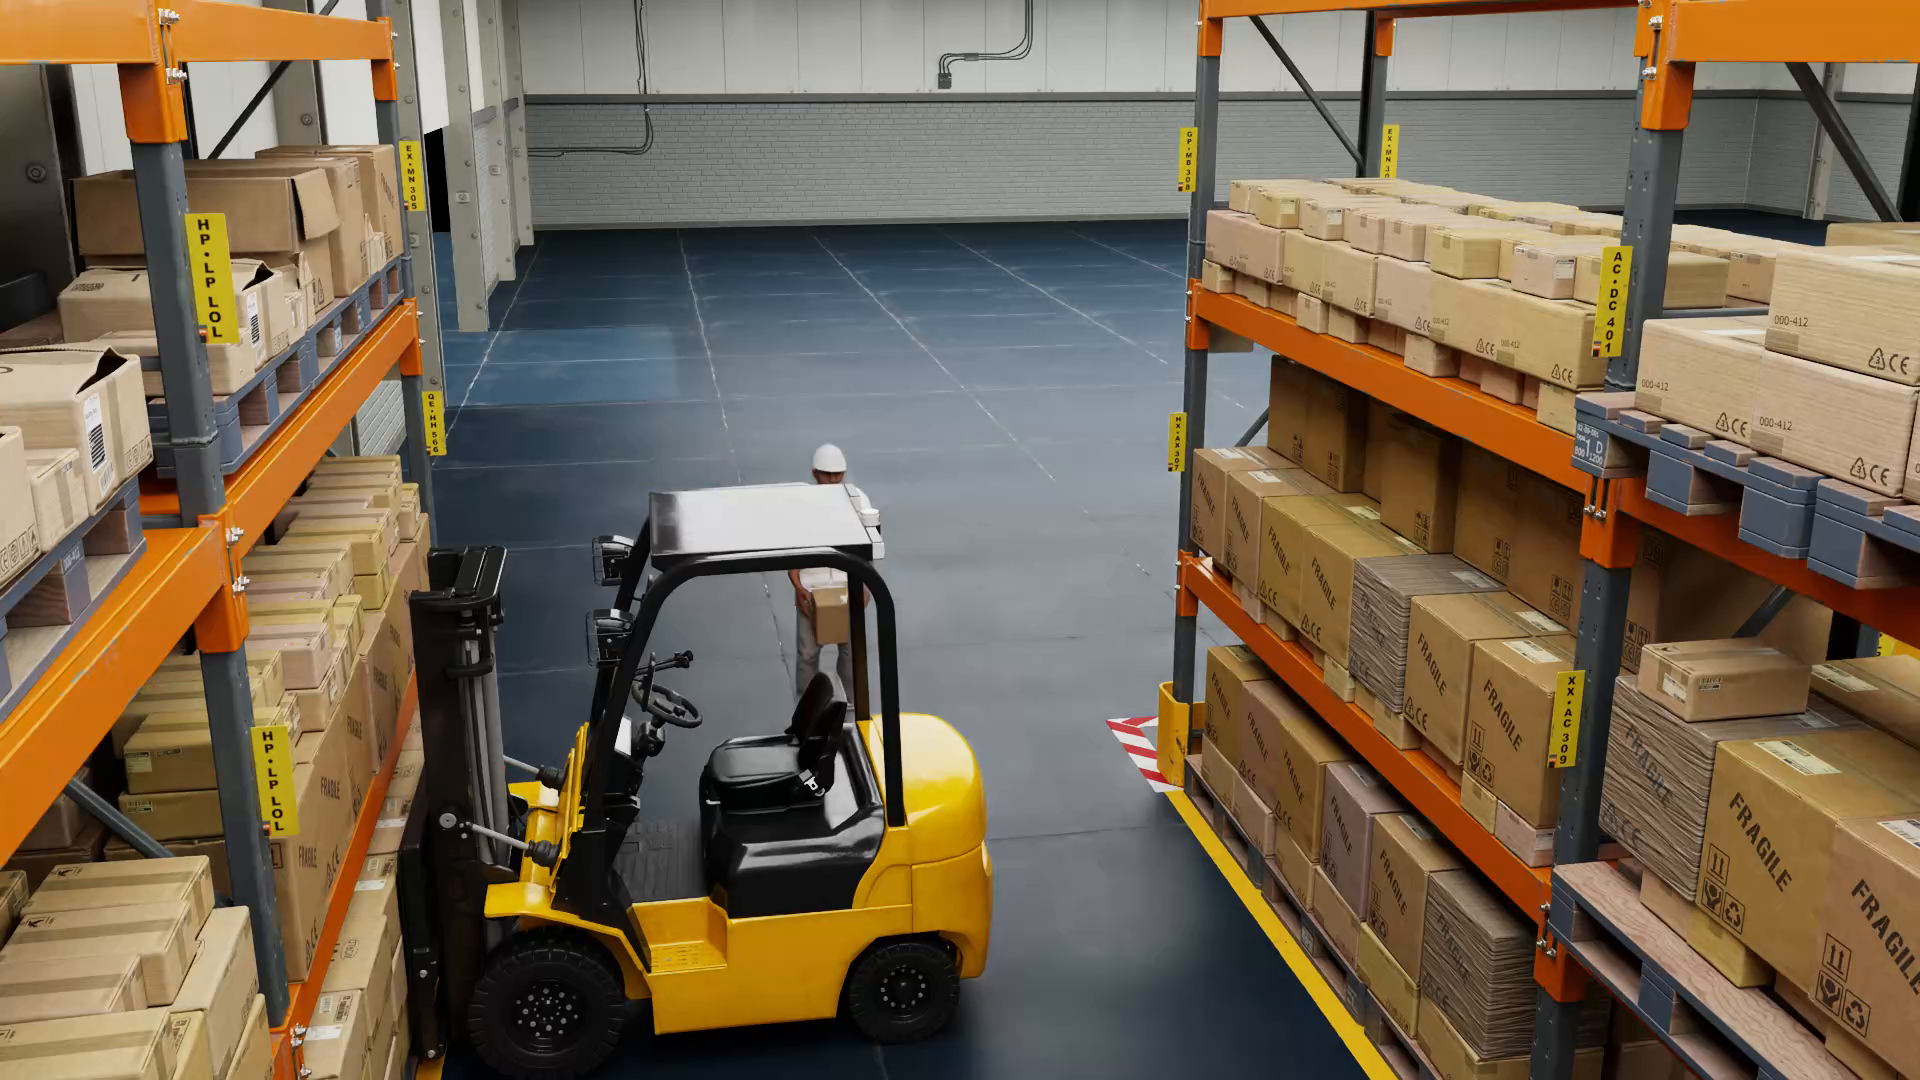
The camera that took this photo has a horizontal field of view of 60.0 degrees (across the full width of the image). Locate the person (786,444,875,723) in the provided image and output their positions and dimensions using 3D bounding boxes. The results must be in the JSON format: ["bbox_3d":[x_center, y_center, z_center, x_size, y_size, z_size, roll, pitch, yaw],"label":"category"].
[{"bbox_3d":[-0.777,0.297,9.973,0.572,1.766,0.470,-3,17,-11],"label":"person"}]
